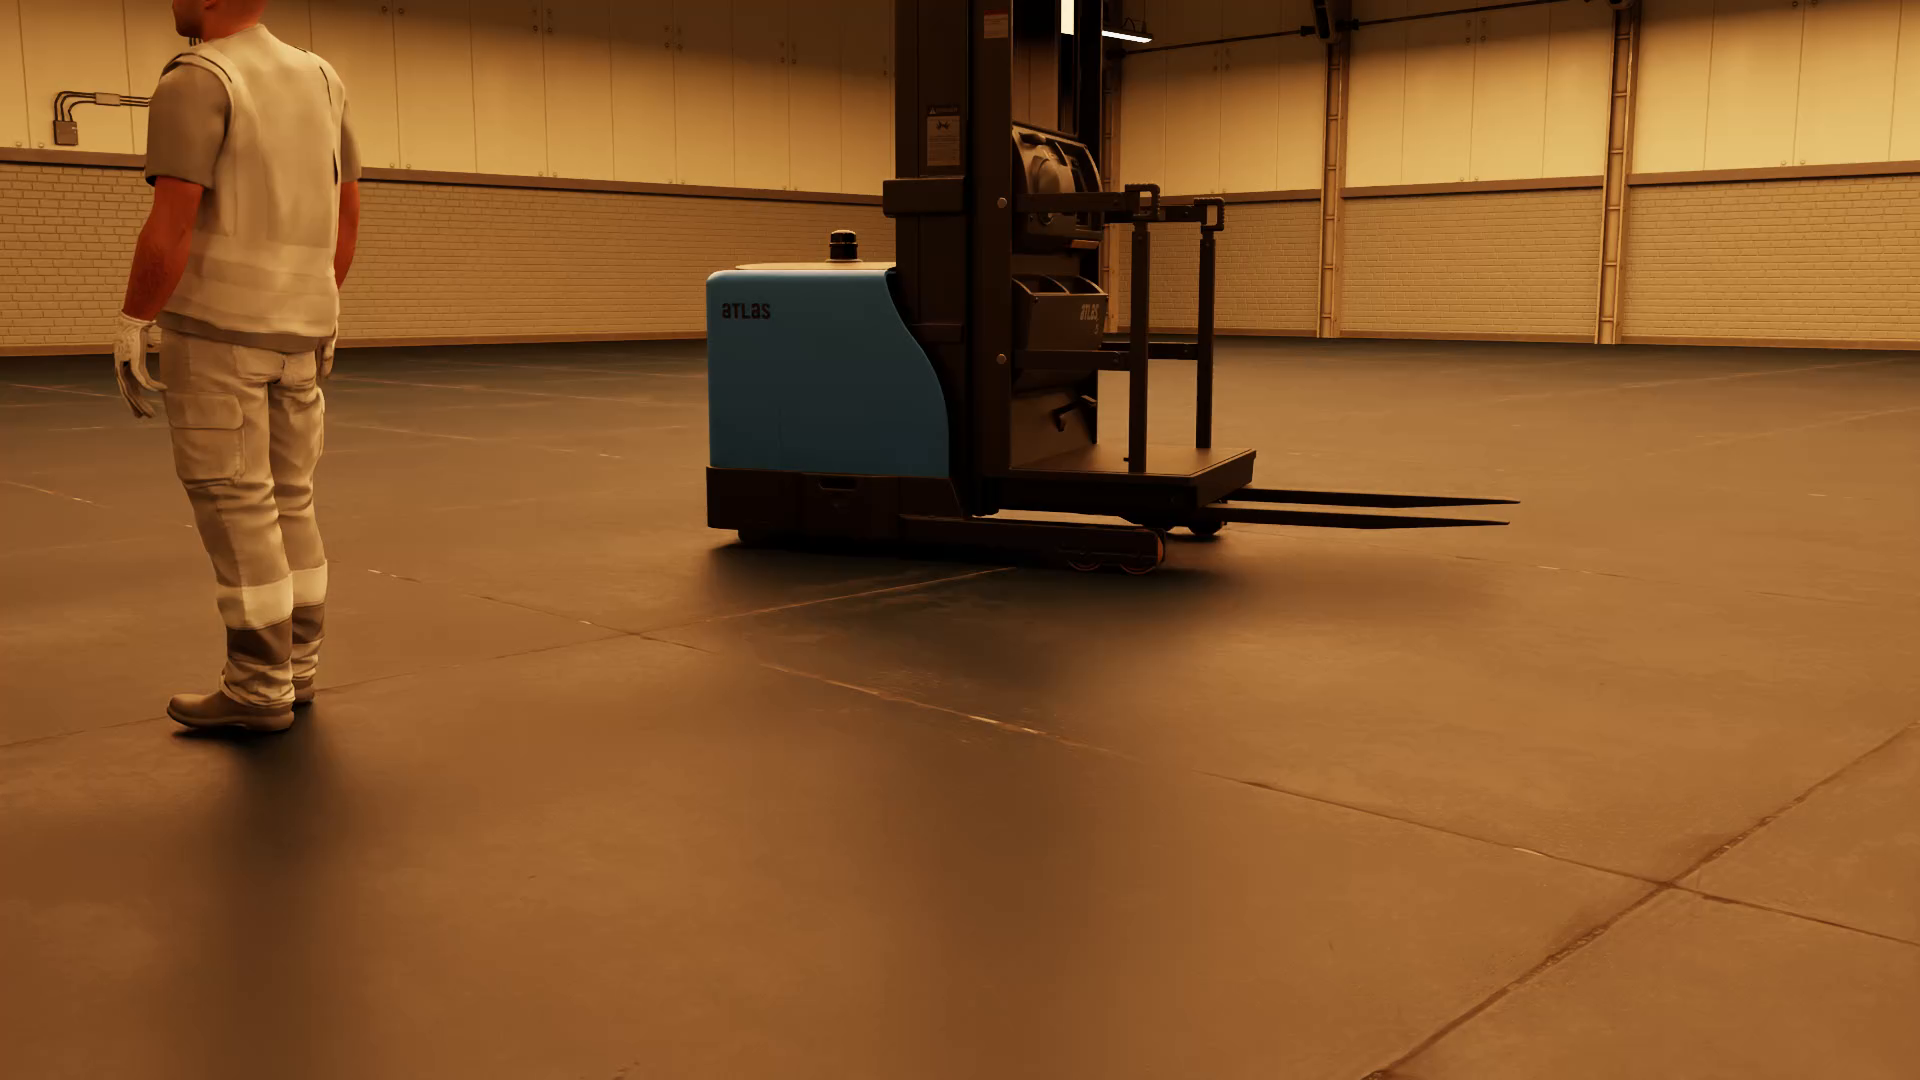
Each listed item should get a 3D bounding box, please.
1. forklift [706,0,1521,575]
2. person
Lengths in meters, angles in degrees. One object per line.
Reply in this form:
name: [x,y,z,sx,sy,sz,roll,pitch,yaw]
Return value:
forklift: [0.565,-1.416,6.275,3.031,2.935,1.130,3,9,22]
person: [-1.661,-0.462,3.725,0.564,1.789,0.638,3,9,19]
